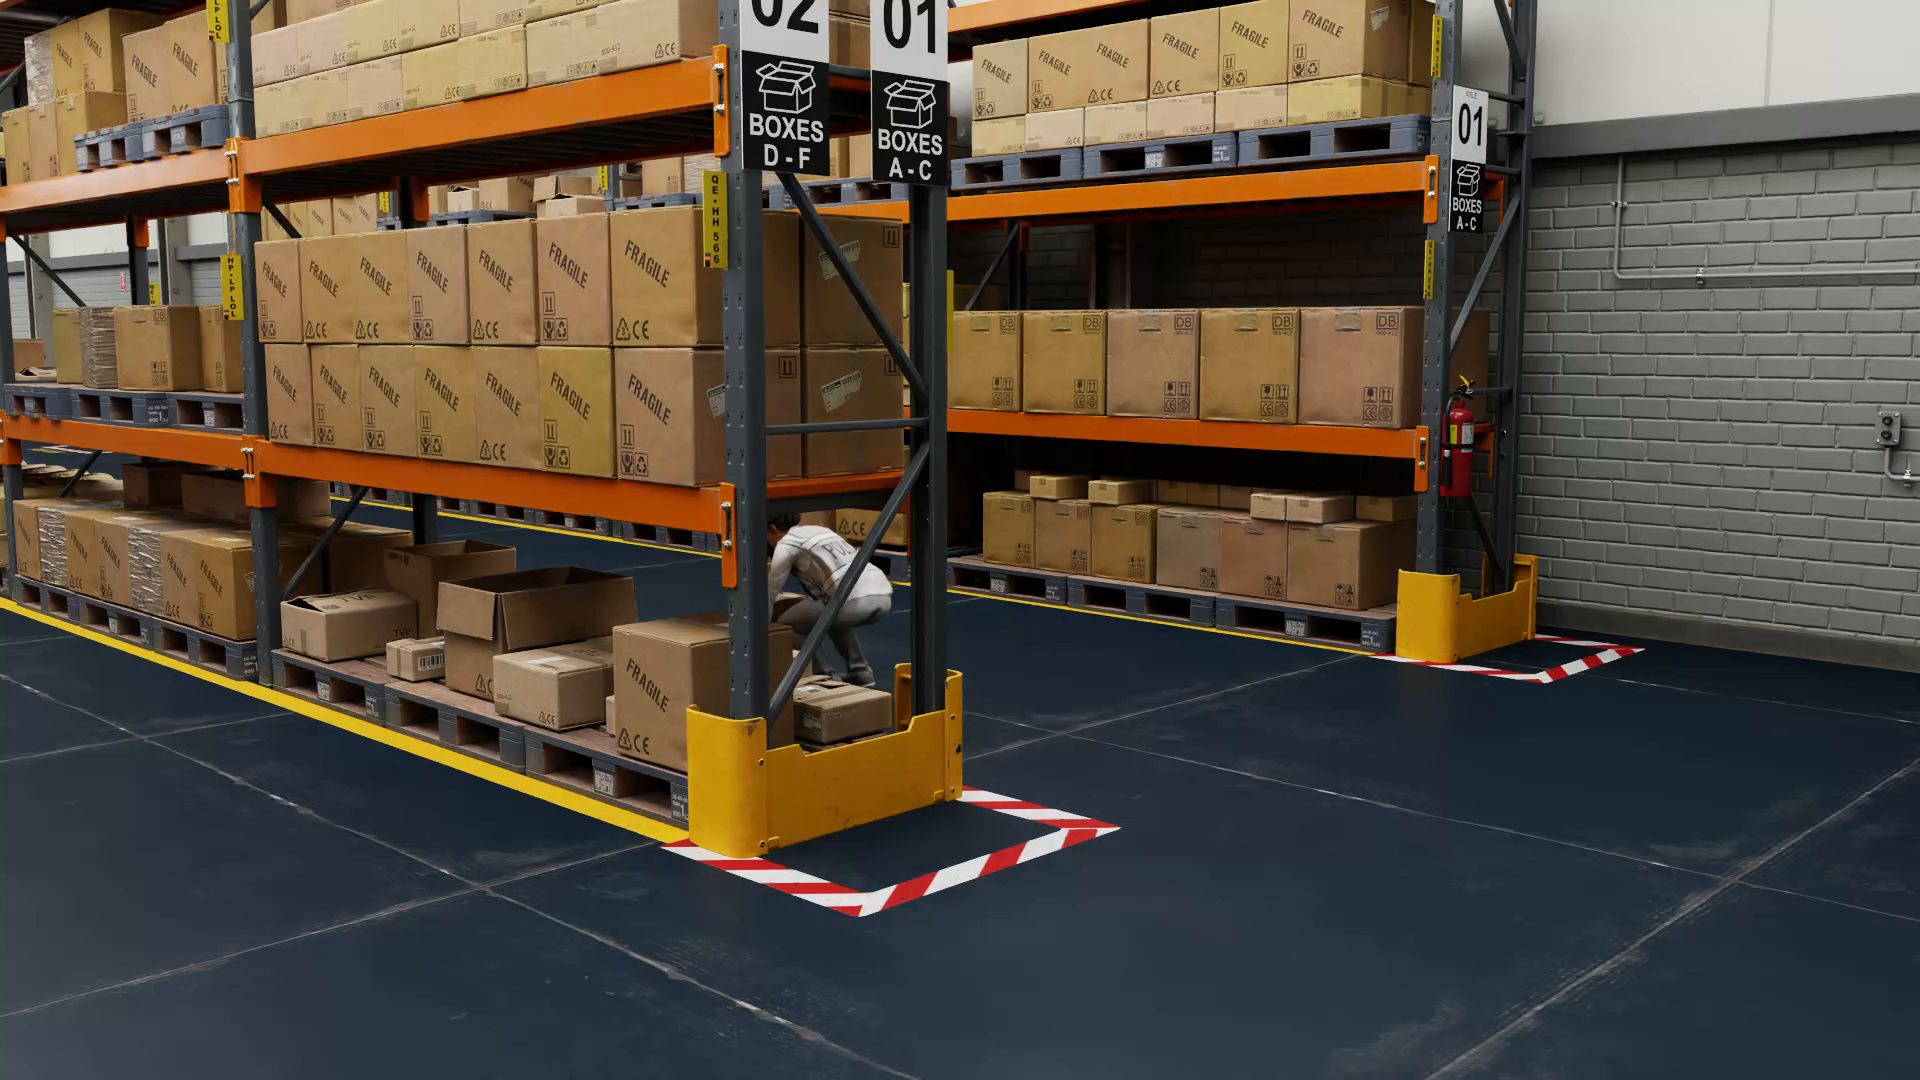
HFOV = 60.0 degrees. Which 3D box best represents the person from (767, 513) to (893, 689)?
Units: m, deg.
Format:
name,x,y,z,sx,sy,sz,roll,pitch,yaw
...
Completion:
name,x,y,z,sx,sy,sz,roll,pitch,yaw
person,-0.742,0.292,8.665,0.819,0.994,0.494,6,10,41
